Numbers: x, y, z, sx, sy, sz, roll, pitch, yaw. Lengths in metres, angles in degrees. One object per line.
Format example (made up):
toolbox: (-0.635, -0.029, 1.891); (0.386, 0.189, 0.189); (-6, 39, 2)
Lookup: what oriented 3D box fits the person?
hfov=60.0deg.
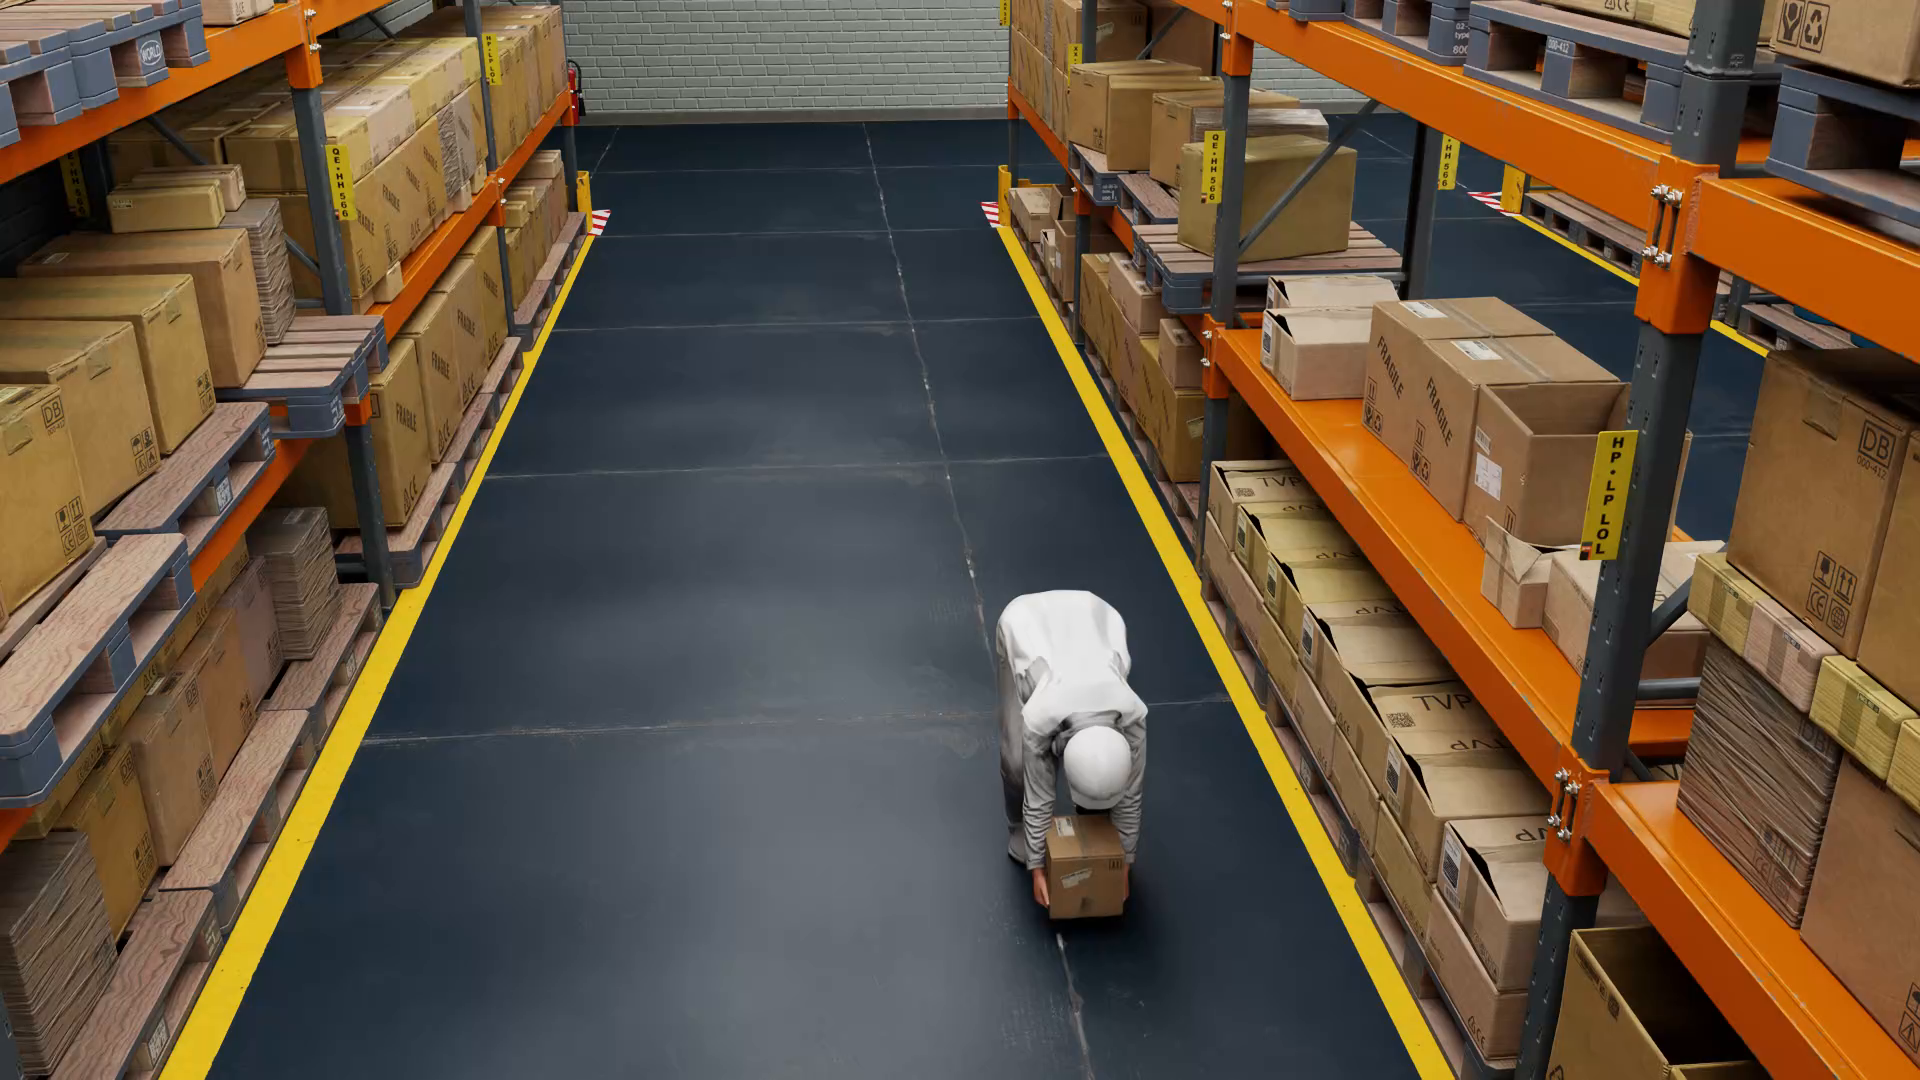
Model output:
person: (0.404, 0.746, 5.819); (0.506, 1.001, 0.999); (-3, 24, -8)
